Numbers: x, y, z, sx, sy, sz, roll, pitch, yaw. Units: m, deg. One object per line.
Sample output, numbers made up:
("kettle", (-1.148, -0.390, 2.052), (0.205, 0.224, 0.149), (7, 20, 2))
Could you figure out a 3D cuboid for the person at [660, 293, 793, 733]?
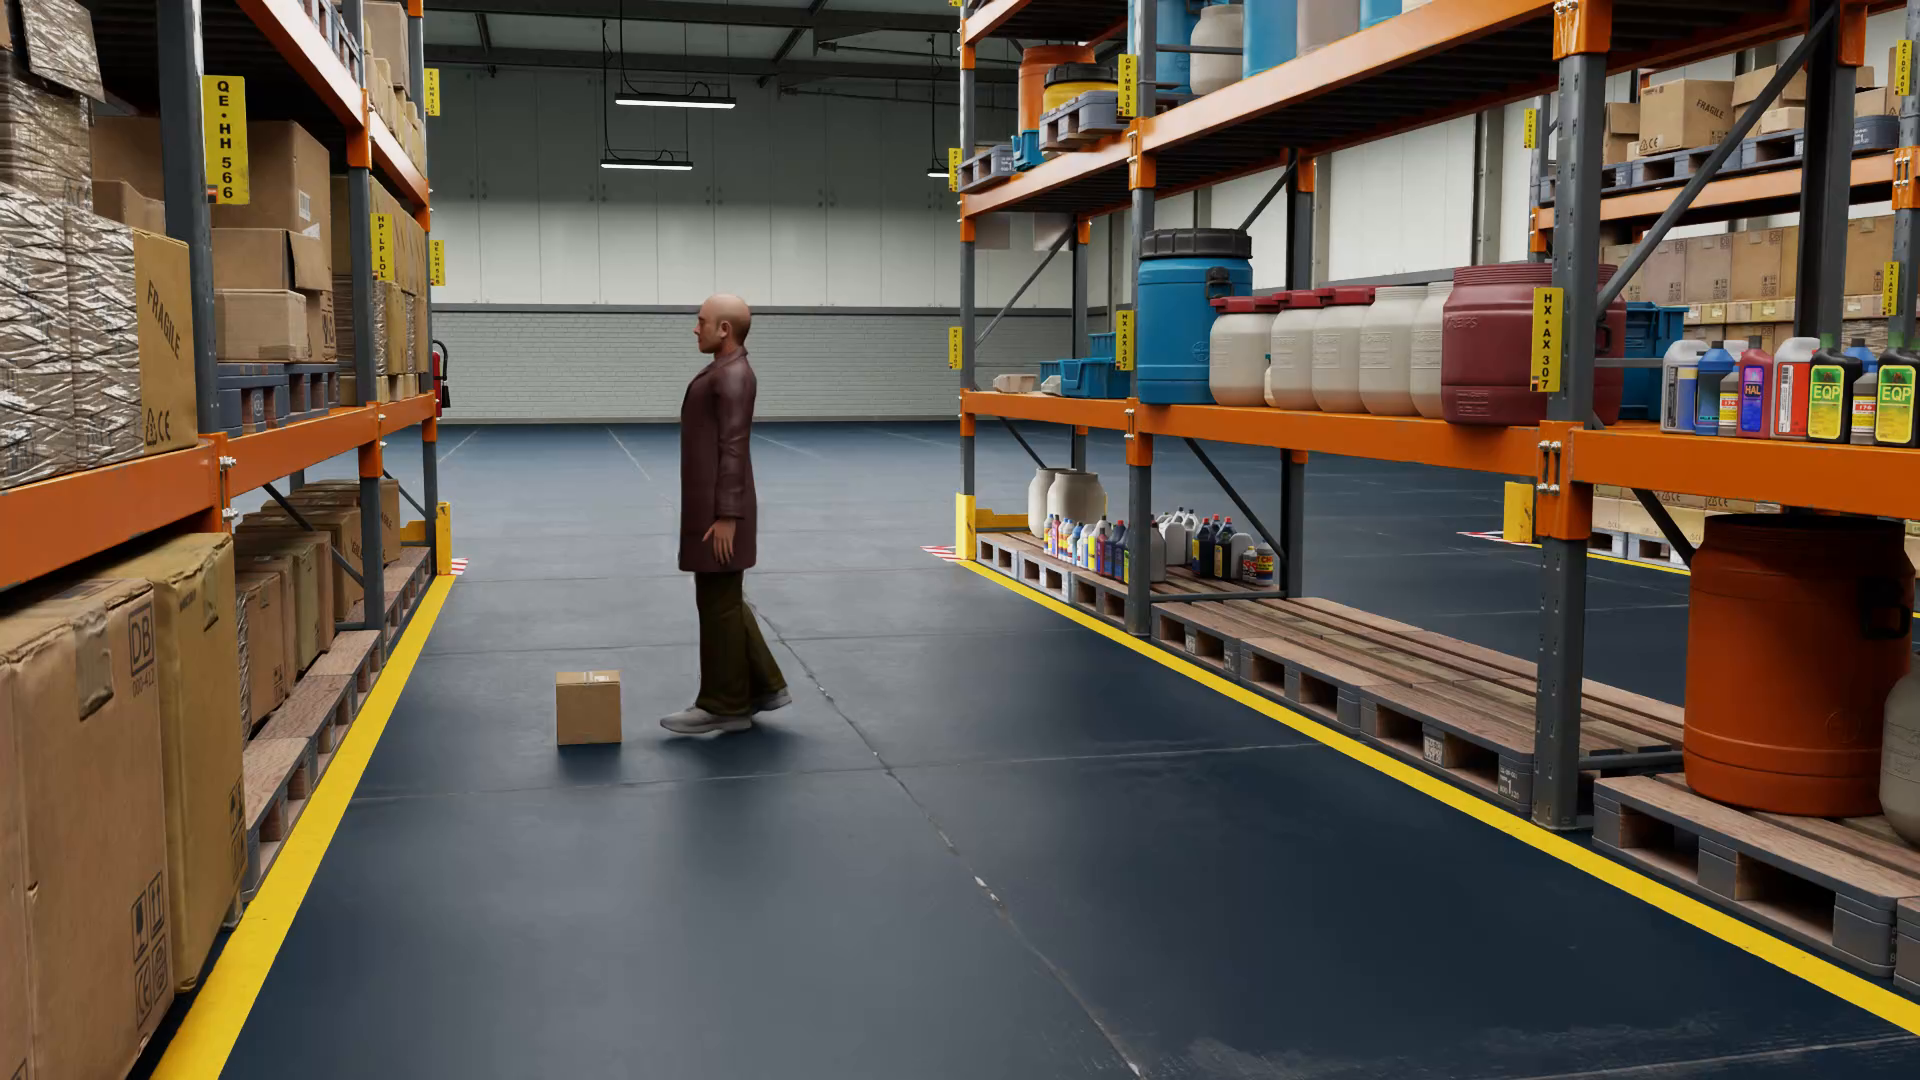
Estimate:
("person", (-0.962, -0.110, 6.792), (0.540, 1.777, 0.631), (-1, 6, -6))
